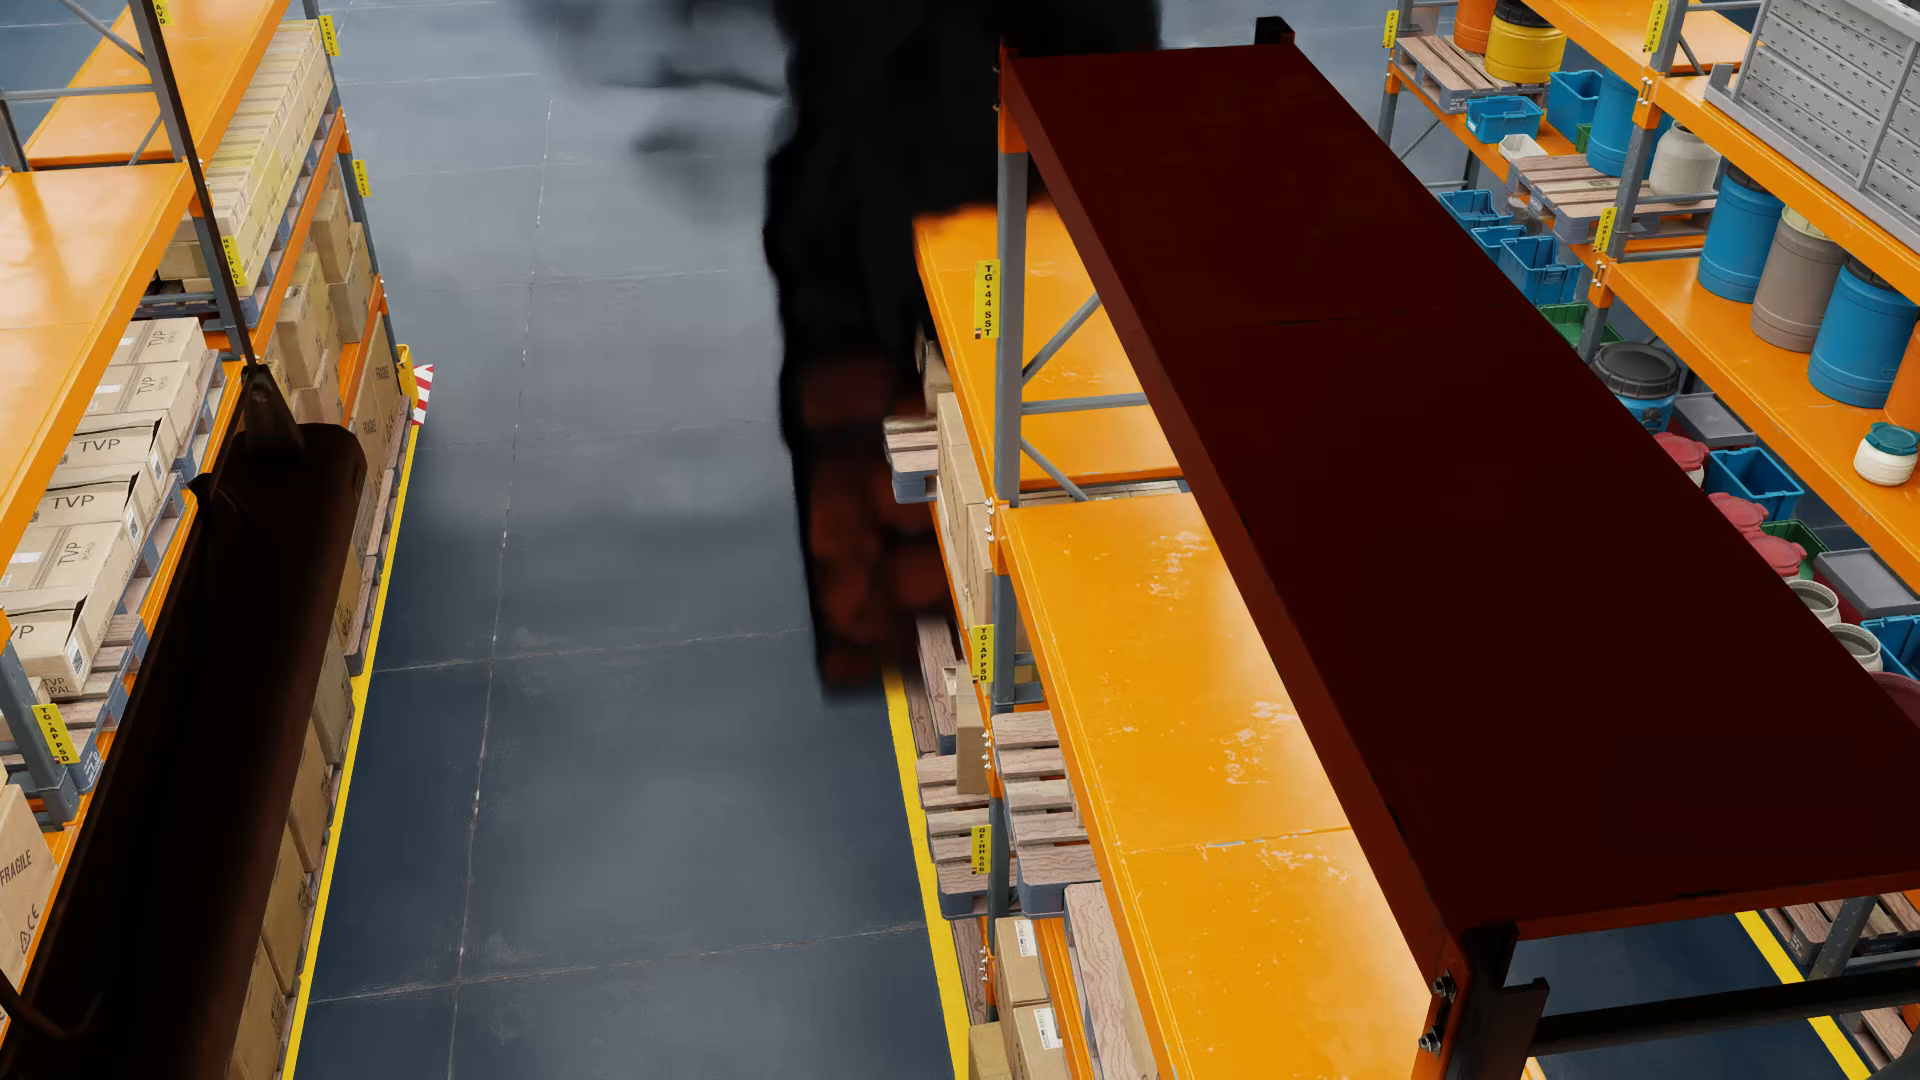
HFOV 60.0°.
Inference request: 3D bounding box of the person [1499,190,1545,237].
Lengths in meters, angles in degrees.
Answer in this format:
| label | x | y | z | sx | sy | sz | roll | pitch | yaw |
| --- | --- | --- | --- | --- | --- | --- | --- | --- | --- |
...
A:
| label | x | y | z | sx | sy | sz | roll | pitch | yaw |
| --- | --- | --- | --- | --- | --- | --- | --- | --- | --- |
| person | 5.390 | -3.281 | 16.005 | 0.670 | 1.796 | 0.638 | -20 | 41 | -25 |
